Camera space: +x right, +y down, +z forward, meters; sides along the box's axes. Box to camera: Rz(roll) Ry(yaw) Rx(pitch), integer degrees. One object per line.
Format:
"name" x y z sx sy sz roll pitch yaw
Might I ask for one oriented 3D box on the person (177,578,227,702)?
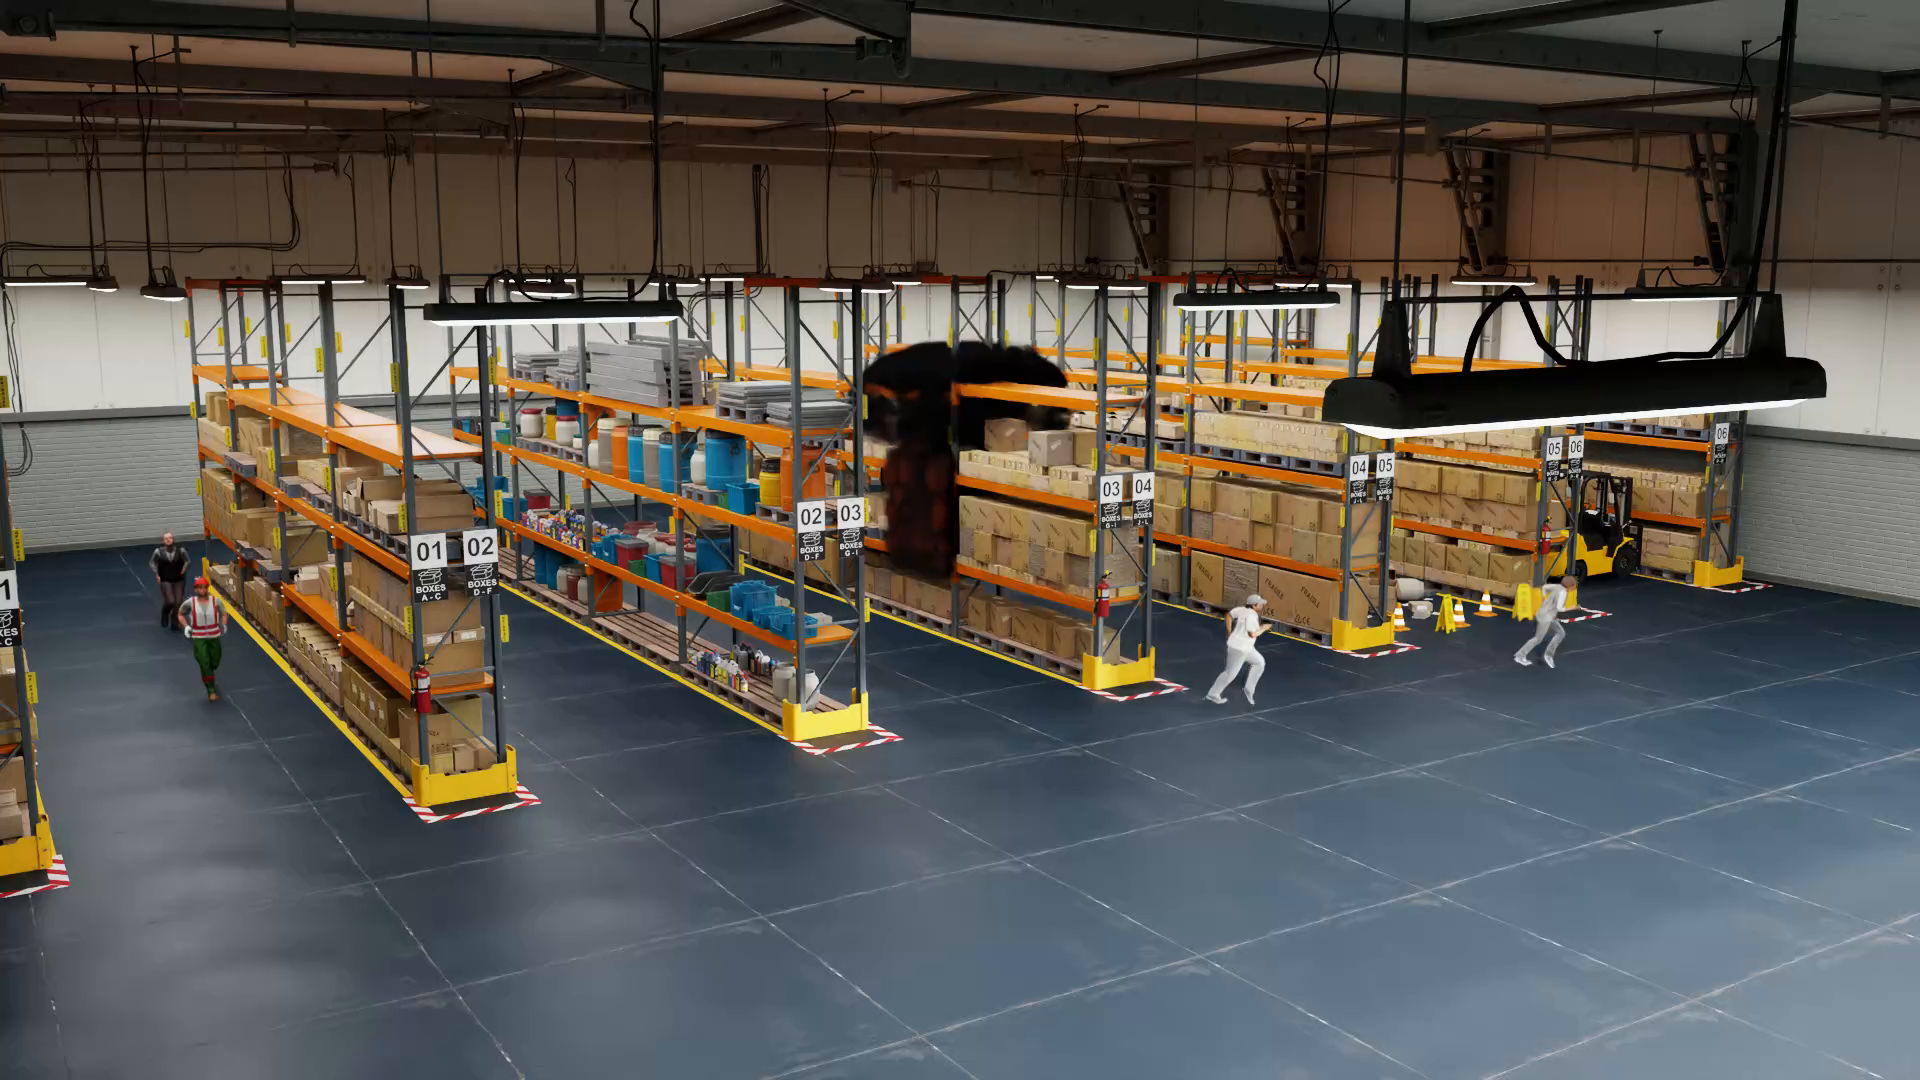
"person" -11.040 1.424 24.307 0.656 1.774 0.845 -6 11 -32

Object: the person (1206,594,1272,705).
"person" 3.981 1.581 23.726 0.892 1.641 0.593 1 10 7

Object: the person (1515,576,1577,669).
"person" 9.185 1.298 26.028 0.906 1.460 0.578 2 10 11

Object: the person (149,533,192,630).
"person" -13.549 0.721 28.637 0.647 1.690 0.584 -6 11 -33
